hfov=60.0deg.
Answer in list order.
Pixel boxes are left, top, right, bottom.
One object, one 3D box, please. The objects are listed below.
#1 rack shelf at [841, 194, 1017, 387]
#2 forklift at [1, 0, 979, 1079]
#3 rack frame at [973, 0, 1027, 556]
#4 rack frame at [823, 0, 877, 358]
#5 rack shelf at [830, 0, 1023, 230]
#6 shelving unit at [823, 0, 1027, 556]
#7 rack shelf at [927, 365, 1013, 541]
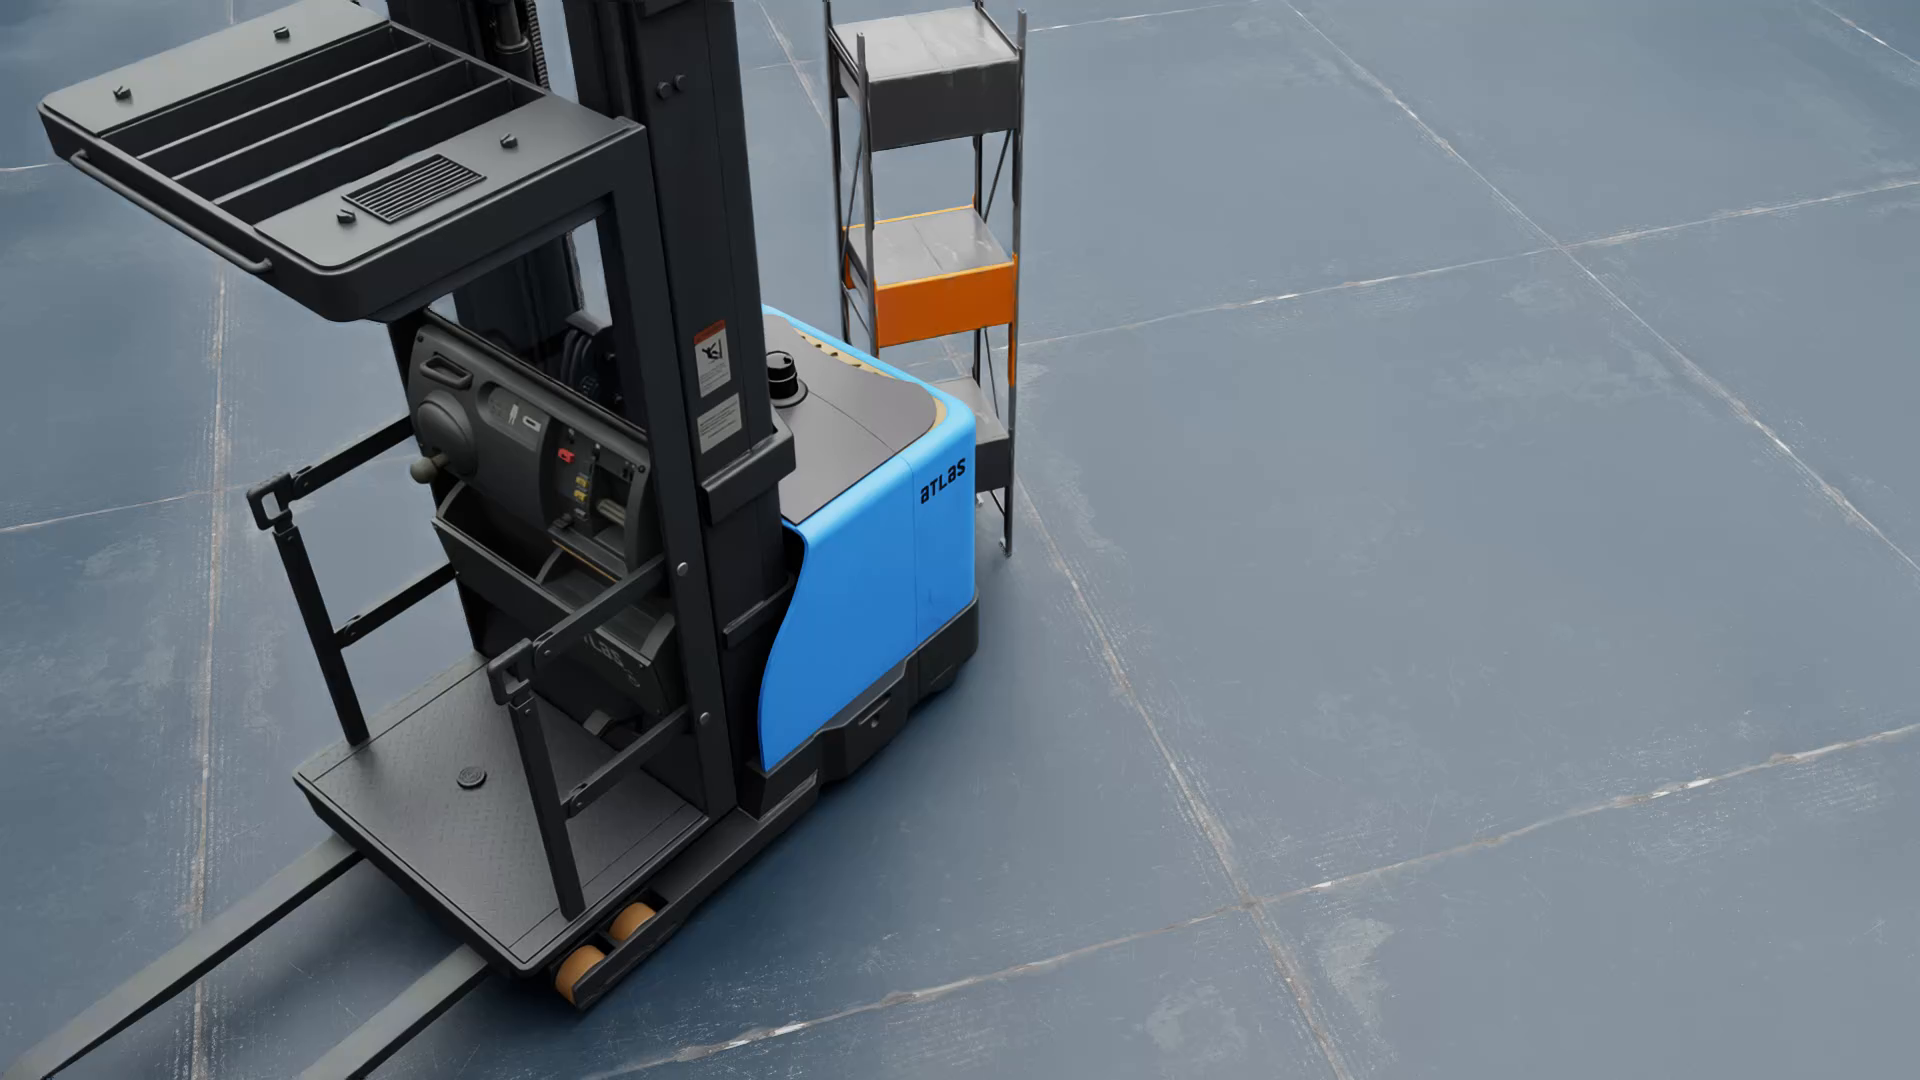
[{"bbox_3d":[-0.110,-0.795,5.584,0.480,0.518,0.431,-13,43,-14],"label":"rack shelf"},{"bbox_3d":[-1.265,-0.159,4.204,1.130,2.935,3.031,29,49,29],"label":"forklift"},{"bbox_3d":[0.121,-0.857,5.635,0.015,2.100,0.400,-13,43,-14],"label":"rack frame"},{"bbox_3d":[-0.340,-0.753,5.515,0.015,2.100,0.400,-13,43,-14],"label":"rack frame"},{"bbox_3d":[-0.110,-1.322,5.124,0.480,0.518,0.431,-13,43,-14],"label":"rack shelf"},{"bbox_3d":[-0.110,-0.805,5.575,0.503,2.100,0.431,-13,43,-14],"label":"shelving unit"},{"bbox_3d":[-0.110,-0.267,6.045,0.480,0.518,0.431,-13,43,-14],"label":"rack shelf"}]
